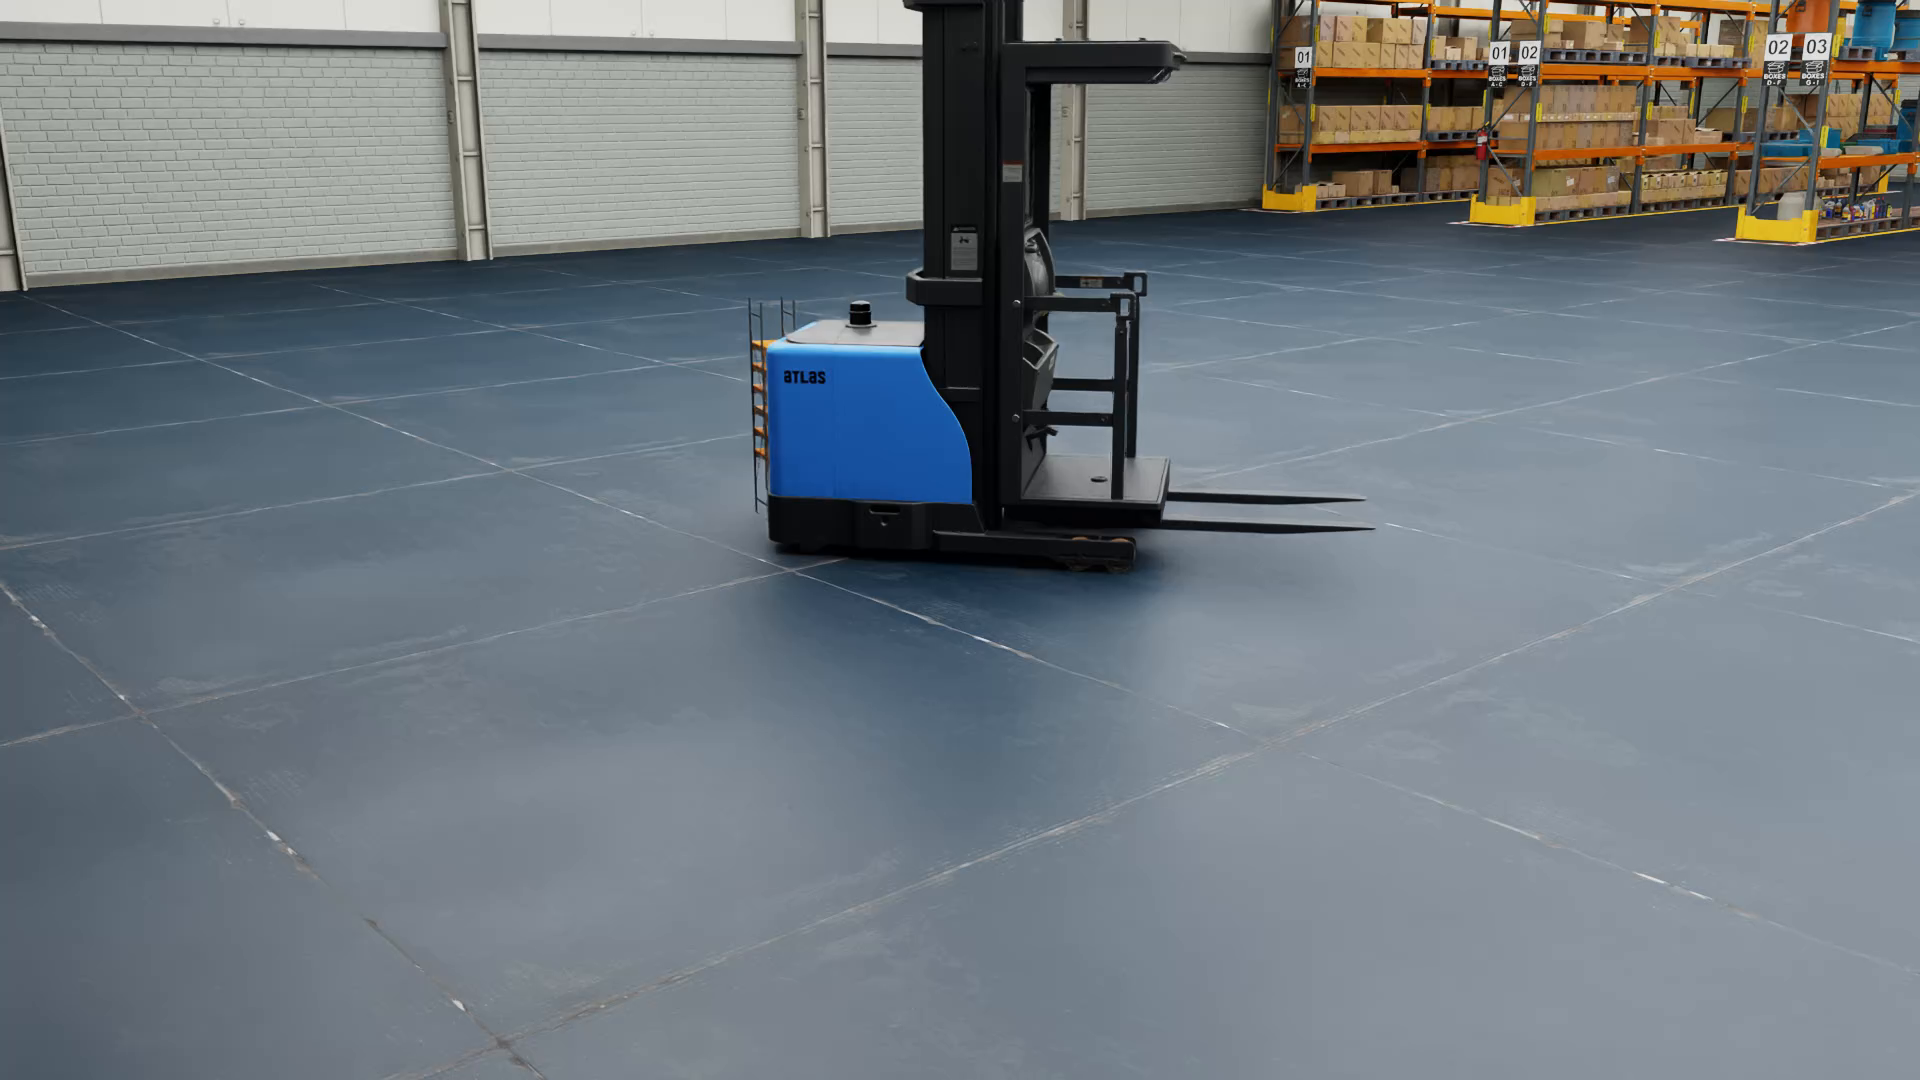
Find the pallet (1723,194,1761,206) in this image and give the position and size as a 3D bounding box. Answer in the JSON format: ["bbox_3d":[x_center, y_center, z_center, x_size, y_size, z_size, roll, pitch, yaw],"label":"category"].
[{"bbox_3d":[16.569,-7.391,36.010,1.213,0.211,1.003,-13,19,-39],"label":"pallet"}]

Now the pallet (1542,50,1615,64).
[{"bbox_3d":[11.417,-8.993,30.962,1.213,0.211,1.003,-13,19,-39],"label":"pallet"}]

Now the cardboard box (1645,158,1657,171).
[{"bbox_3d":[17.543,-9.625,43.000,0.500,0.500,0.700,-13,20,-41],"label":"cardboard box"}]

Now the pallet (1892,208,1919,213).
[{"bbox_3d":[17.700,-5.977,30.719,1.213,0.211,1.003,-13,19,-39],"label":"pallet"}]

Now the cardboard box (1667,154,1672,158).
[{"bbox_3d":[18.322,-10.051,43.339,0.250,0.149,0.380,-13,20,-40],"label":"cardboard box"}]

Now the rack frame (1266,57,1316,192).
[{"bbox_3d":[6.691,-8.227,33.738,0.127,3.000,1.000,-13,19,-39],"label":"rack frame"}]

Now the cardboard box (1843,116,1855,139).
[{"bbox_3d":[20.325,-9.550,38.495,0.500,0.500,0.500,-13,20,-40],"label":"cardboard box"}]

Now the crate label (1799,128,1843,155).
[{"bbox_3d":[14.406,-6.680,27.878,0.616,0.435,0.502,-13,19,-39],"label":"crate label"}]

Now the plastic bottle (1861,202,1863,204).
[{"bbox_3d":[15.441,-5.640,28.462,0.133,0.283,0.061,-13,19,-39],"label":"plastic bottle"}]

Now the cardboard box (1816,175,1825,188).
[{"bbox_3d":[19.457,-8.239,38.140,0.500,0.311,0.500,-13,19,-39],"label":"cardboard box"}]

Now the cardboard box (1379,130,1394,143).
[{"bbox_3d":[8.800,-8.532,35.131,0.500,0.250,0.500,-13,20,-40],"label":"cardboard box"}]

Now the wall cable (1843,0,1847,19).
[{"bbox_3d":[25.039,-15.138,44.215,0.112,2.526,3.097,-13,19,-39],"label":"wall cable"}]

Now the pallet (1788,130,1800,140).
[{"bbox_3d":[18.324,-9.090,37.338,1.213,0.211,1.003,-13,19,-39],"label":"pallet"}]

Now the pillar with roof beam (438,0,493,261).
[{"bbox_3d":[-4.101,-7.525,19.485,0.400,9.000,9.100,-13,19,-39],"label":"pillar with roof beam"}]

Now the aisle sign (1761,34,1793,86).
[{"bbox_3d":[12.945,-7.600,26.353,0.004,0.787,0.394,-13,19,-39],"label":"aisle sign"}]

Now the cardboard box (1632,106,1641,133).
[{"bbox_3d":[16.718,-10.616,42.101,0.700,0.700,0.980,-13,20,-41],"label":"cardboard box"}]

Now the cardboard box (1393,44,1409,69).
[{"bbox_3d":[9.100,-10.195,35.061,0.500,0.500,0.500,14,20,42],"label":"cardboard box"}]

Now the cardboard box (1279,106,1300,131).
[{"bbox_3d":[6.907,-8.648,34.112,0.500,0.500,0.500,-13,20,-40],"label":"cardboard box"}]

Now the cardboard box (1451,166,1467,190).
[{"bbox_3d":[11.022,-8.214,37.678,0.500,0.500,0.700,-12,19,-39],"label":"cardboard box"}]

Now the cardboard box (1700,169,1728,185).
[{"bbox_3d":[15.748,-7.628,34.921,0.500,0.311,0.500,-12,19,-38],"label":"cardboard box"}]

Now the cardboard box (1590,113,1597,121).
[{"bbox_3d":[11.742,-7.955,31.267,0.250,0.149,0.380,-12,19,-38],"label":"cardboard box"}]

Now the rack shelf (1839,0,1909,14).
[{"bbox_3d":[20.507,-12.184,38.328,4.000,0.370,1.077,-13,19,-39],"label":"rack shelf"}]

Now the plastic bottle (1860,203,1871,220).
[{"bbox_3d":[15.402,-5.594,28.304,0.135,0.276,0.152,-12,19,-38],"label":"plastic bottle"}]

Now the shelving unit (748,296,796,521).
[{"bbox_3d":[-1.016,-0.721,9.122,0.189,1.200,0.258,-6,16,-22],"label":"shelving unit"}]

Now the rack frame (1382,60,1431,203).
[{"bbox_3d":[9.709,-8.905,36.275,0.127,3.000,1.000,-13,19,-39],"label":"rack frame"}]

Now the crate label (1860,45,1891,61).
[{"bbox_3d":[14.824,-7.929,27.096,0.408,0.251,0.502,-13,19,-39],"label":"crate label"}]

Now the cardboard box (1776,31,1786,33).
[{"bbox_3d":[17.566,-10.748,36.160,0.600,0.600,0.600,-14,20,-41],"label":"cardboard box"}]

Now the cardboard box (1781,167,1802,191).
[{"bbox_3d":[18.436,-8.080,37.177,0.500,0.500,0.500,-13,19,-39],"label":"cardboard box"}]

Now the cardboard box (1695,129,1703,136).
[{"bbox_3d":[15.179,-8.462,34.790,0.500,0.311,0.500,-13,20,-40],"label":"cardboard box"}]

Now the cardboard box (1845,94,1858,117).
[{"bbox_3d":[20.316,-10.027,38.346,0.500,0.500,0.500,-13,20,-41],"label":"cardboard box"}]

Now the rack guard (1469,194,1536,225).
[{"bbox_3d":[9.928,-6.052,30.438,0.348,0.500,1.175,-13,19,-39],"label":"rack guard"}]

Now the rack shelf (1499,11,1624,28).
[{"bbox_3d":[14.235,-12.279,39.451,4.000,0.370,1.077,-13,19,-39],"label":"rack shelf"}]

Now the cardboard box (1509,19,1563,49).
[{"bbox_3d":[10.382,-9.130,30.019,0.637,0.503,0.797,-11,18,-36],"label":"cardboard box"}]

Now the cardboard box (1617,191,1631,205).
[{"bbox_3d":[12.757,-6.695,32.515,0.500,0.250,0.500,-13,19,-39],"label":"cardboard box"}]

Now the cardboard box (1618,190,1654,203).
[{"bbox_3d":[13.430,-6.836,33.043,0.500,0.250,0.500,-13,20,-41],"label":"cardboard box"}]

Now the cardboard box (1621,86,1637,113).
[{"bbox_3d":[12.633,-8.540,32.201,0.500,0.500,0.700,-13,19,-39],"label":"cardboard box"}]

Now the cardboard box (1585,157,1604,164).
[{"bbox_3d":[15.339,-9.289,41.065,0.750,0.750,0.750,-12,19,-39],"label":"cardboard box"}]

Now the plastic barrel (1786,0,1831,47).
[{"bbox_3d":[13.478,-8.265,26.422,0.708,0.830,0.600,-13,19,-39],"label":"plastic barrel"}]

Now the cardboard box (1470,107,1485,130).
[{"bbox_3d":[11.453,-9.546,37.631,0.500,0.500,0.700,-13,19,-39],"label":"cardboard box"}]

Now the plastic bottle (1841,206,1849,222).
[{"bbox_3d":[14.767,-5.440,27.736,0.097,0.271,0.097,0,15,0],"label":"plastic bottle"}]

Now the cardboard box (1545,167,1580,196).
[{"bbox_3d":[11.241,-6.720,31.157,0.500,0.500,0.500,-13,19,-39],"label":"cardboard box"}]

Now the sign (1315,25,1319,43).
[{"bbox_3d":[7.048,-9.993,32.843,0.005,0.325,0.100,-13,19,-39],"label":"sign"}]

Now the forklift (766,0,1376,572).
[{"bbox_3d":[0.586,-1.406,8.333,3.031,2.935,1.130,2,15,9],"label":"forklift"}]

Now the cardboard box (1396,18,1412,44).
[{"bbox_3d":[9.100,-10.662,34.871,0.500,0.500,0.500,-11,19,-36],"label":"cardboard box"}]

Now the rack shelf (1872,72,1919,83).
[{"bbox_3d":[17.721,-8.417,30.029,4.000,0.370,1.077,-13,19,-39],"label":"rack shelf"}]

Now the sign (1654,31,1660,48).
[{"bbox_3d":[13.329,-9.571,31.800,0.005,0.325,0.100,-13,19,-39],"label":"sign"}]

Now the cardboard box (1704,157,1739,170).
[{"bbox_3d":[16.572,-8.200,36.176,0.500,0.250,0.500,-12,19,-37],"label":"cardboard box"}]

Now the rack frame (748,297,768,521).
[{"bbox_3d":[-1.101,-0.711,9.088,0.006,1.200,0.240,-6,16,-22],"label":"rack frame"}]

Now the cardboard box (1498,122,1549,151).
[{"bbox_3d":[10.307,-7.388,30.404,0.500,0.500,0.700,-13,19,-39],"label":"cardboard box"}]

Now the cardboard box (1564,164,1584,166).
[{"bbox_3d":[12.036,-7.074,32.482,0.500,0.500,0.500,-13,19,-39],"label":"cardboard box"}]

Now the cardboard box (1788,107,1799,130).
[{"bbox_3d":[18.494,-9.511,37.536,0.700,0.500,0.500,8,17,28],"label":"cardboard box"}]

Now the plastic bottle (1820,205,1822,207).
[{"bbox_3d":[14.728,-5.718,28.623,0.185,0.351,0.144,-12,19,-37],"label":"plastic bottle"}]

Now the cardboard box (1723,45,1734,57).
[{"bbox_3d":[15.676,-10.111,34.453,0.500,0.250,0.500,14,21,43],"label":"cardboard box"}]

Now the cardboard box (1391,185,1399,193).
[{"bbox_3d":[9.325,-7.652,36.223,0.380,0.166,0.250,13,20,40],"label":"cardboard box"}]

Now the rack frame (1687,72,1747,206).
[{"bbox_3d":[15.981,-8.619,35.204,0.127,3.000,1.000,-13,19,-39],"label":"rack frame"}]
